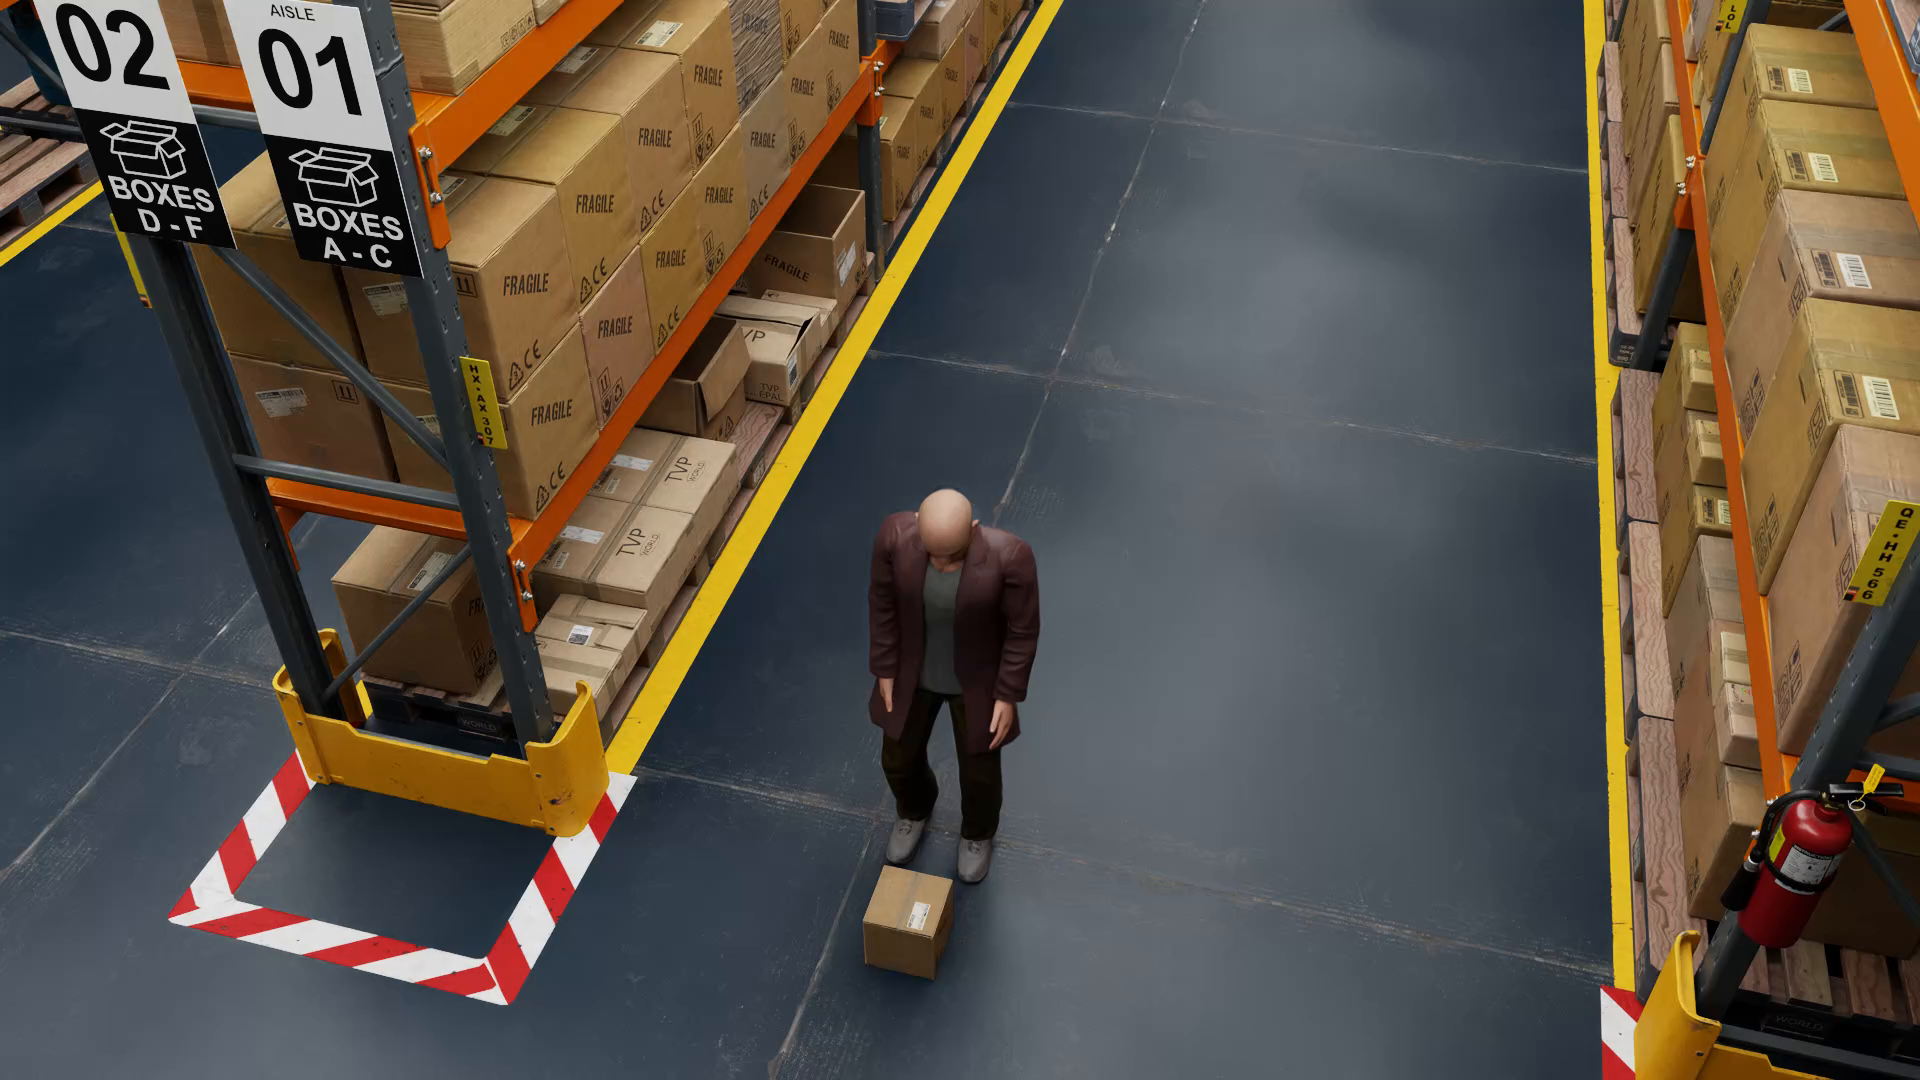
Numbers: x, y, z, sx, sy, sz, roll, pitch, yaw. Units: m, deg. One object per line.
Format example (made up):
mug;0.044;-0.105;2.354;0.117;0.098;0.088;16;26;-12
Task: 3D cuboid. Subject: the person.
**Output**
person;-0.027;0.535;5.726;0.591;1.551;0.432;11;42;12
